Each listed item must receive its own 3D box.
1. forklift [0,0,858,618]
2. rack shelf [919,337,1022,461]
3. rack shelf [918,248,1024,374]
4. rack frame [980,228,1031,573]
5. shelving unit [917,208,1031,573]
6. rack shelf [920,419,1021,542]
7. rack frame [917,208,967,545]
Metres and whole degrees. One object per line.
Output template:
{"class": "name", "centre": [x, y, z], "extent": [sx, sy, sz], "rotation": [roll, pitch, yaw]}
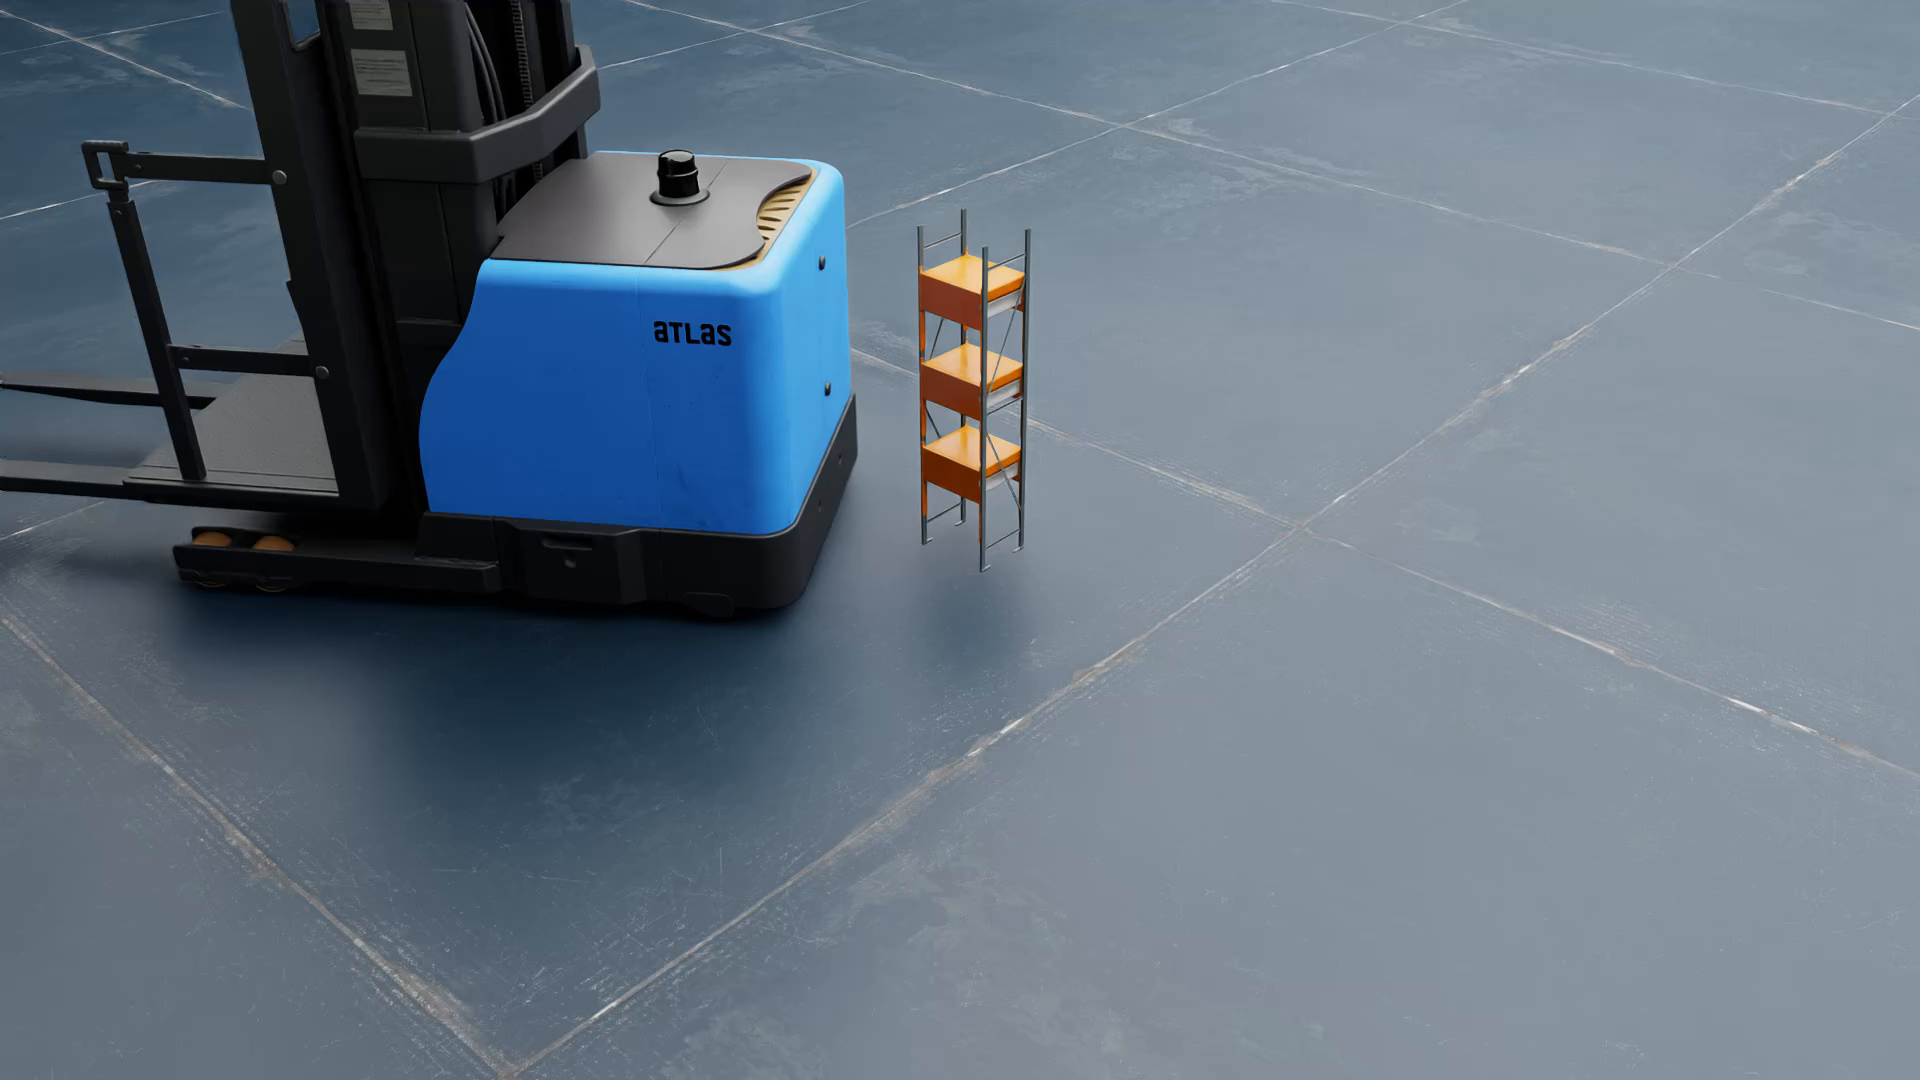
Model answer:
{"class": "forklift", "centre": [-1.903, -1.363, 4.673], "extent": [3.031, 2.935, 1.130], "rotation": [4, 31, 7]}
{"class": "rack shelf", "centre": [0.040, -0.422, 4.954], "extent": [0.240, 0.259, 0.215], "rotation": [25, 39, 35]}
{"class": "rack shelf", "centre": [0.040, -0.665, 4.808], "extent": [0.240, 0.259, 0.215], "rotation": [25, 39, 35]}
{"class": "rack frame", "centre": [0.130, -0.389, 4.878], "extent": [0.008, 1.050, 0.200], "rotation": [25, 39, 35]}
{"class": "shelving unit", "centre": [0.040, -0.431, 4.948], "extent": [0.252, 1.050, 0.215], "rotation": [25, 39, 35]}
{"class": "rack shelf", "centre": [0.040, -0.184, 5.097], "extent": [0.240, 0.259, 0.215], "rotation": [25, 39, 35]}
{"class": "rack frame", "centre": [-0.051, -0.473, 5.019], "extent": [0.008, 1.050, 0.200], "rotation": [25, 39, 35]}
